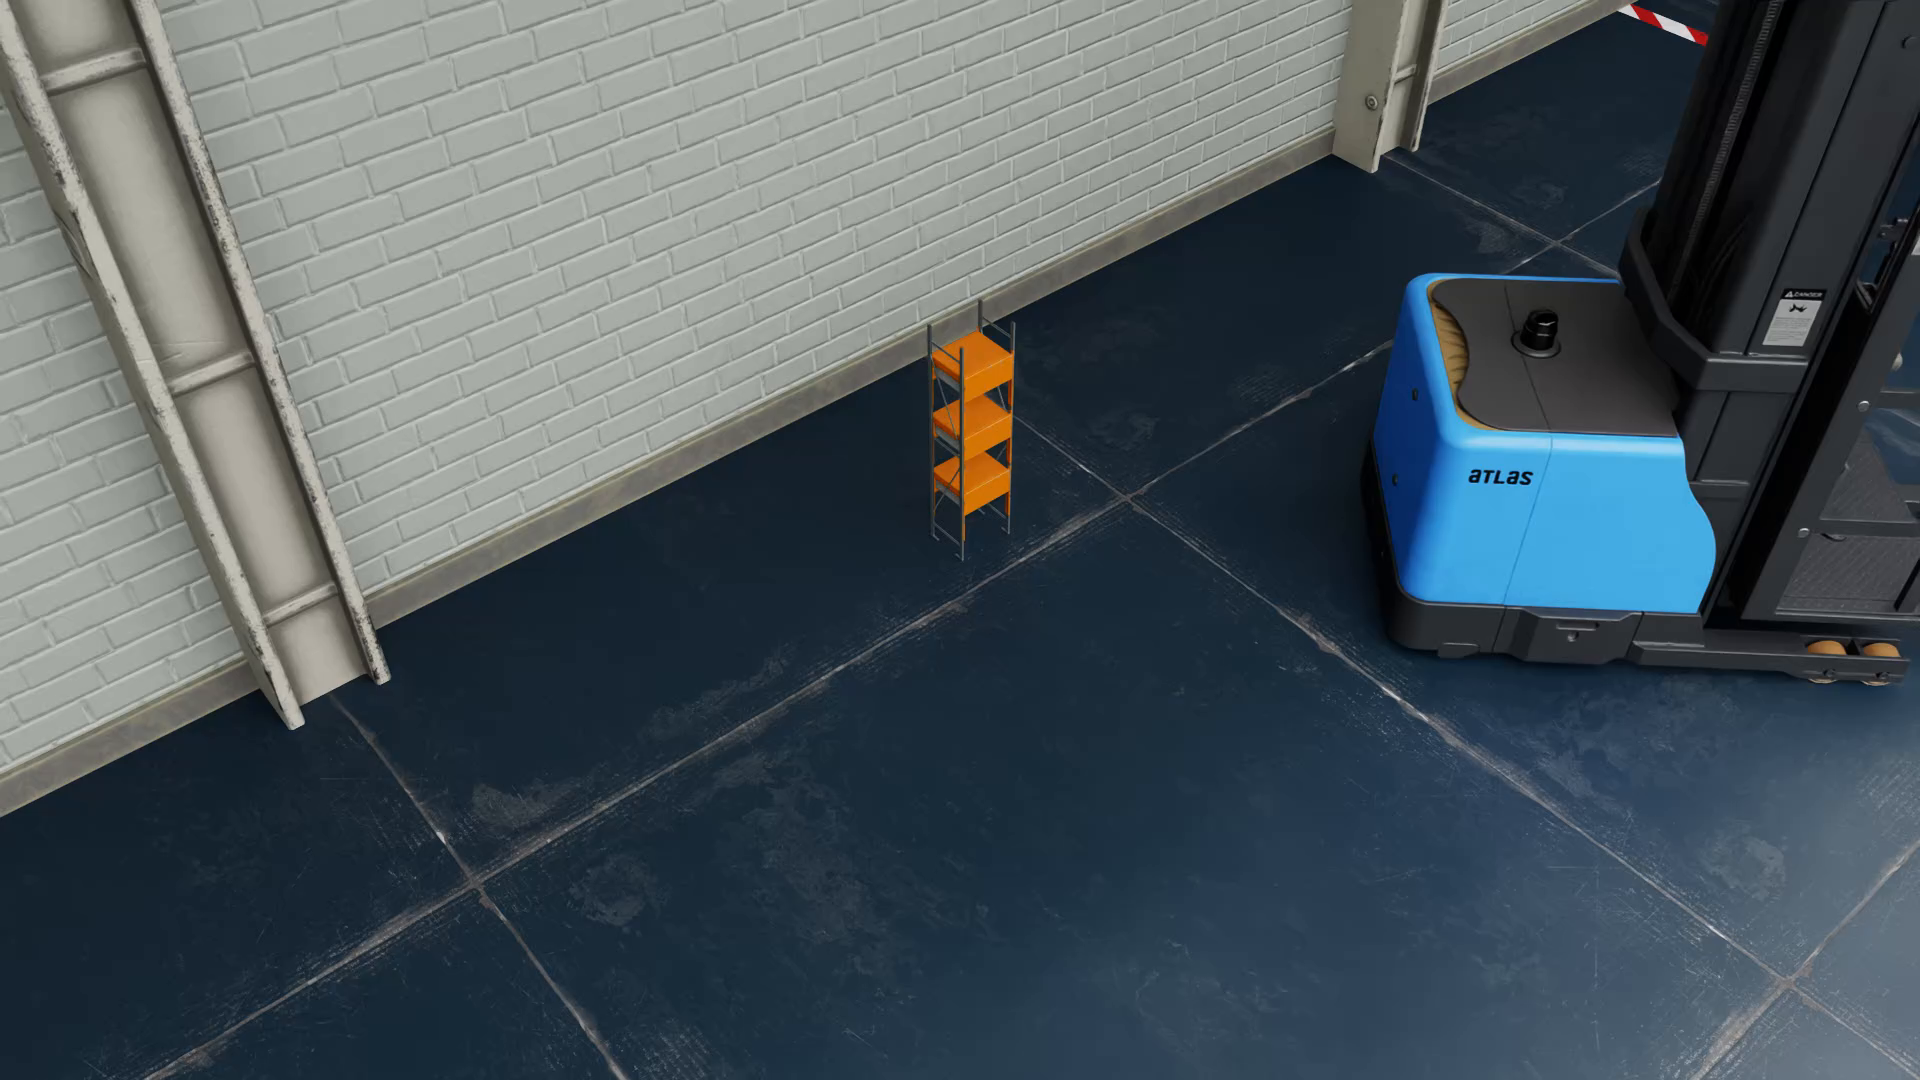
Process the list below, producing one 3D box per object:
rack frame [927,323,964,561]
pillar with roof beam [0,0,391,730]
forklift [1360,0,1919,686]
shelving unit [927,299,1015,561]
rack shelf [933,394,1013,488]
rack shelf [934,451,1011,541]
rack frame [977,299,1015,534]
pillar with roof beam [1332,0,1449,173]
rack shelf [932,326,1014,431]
[{"bbox_3d":[-0.053,-0.353,6.359,0.008,1.050,0.200,-30,51,-28],"label":"rack frame"},{"bbox_3d":[0.394,-0.497,0.706,0.400,9.000,9.100,-30,51,-28],"label":"pillar with roof beam"},{"bbox_3d":[3.147,-0.906,5.574,3.031,2.935,1.130,2,43,3],"label":"forklift"},{"bbox_3d":[0.041,-0.406,6.416,0.252,1.050,0.215,-30,51,-28],"label":"shelving unit"},{"bbox_3d":[0.041,-0.398,6.423,0.240,0.259,0.215,-30,51,-28],"label":"rack shelf"},{"bbox_3d":[0.041,-0.196,6.613,0.240,0.259,0.215,-30,51,-28],"label":"rack shelf"},{"bbox_3d":[0.135,-0.460,6.473,0.008,1.050,0.200,-30,51,-28],"label":"rack frame"},{"bbox_3d":[4.996,-3.133,3.512,0.400,9.000,9.100,-30,51,-28],"label":"pillar with roof beam"},{"bbox_3d":[0.041,-0.605,6.229,0.240,0.259,0.215,-30,51,-28],"label":"rack shelf"}]
